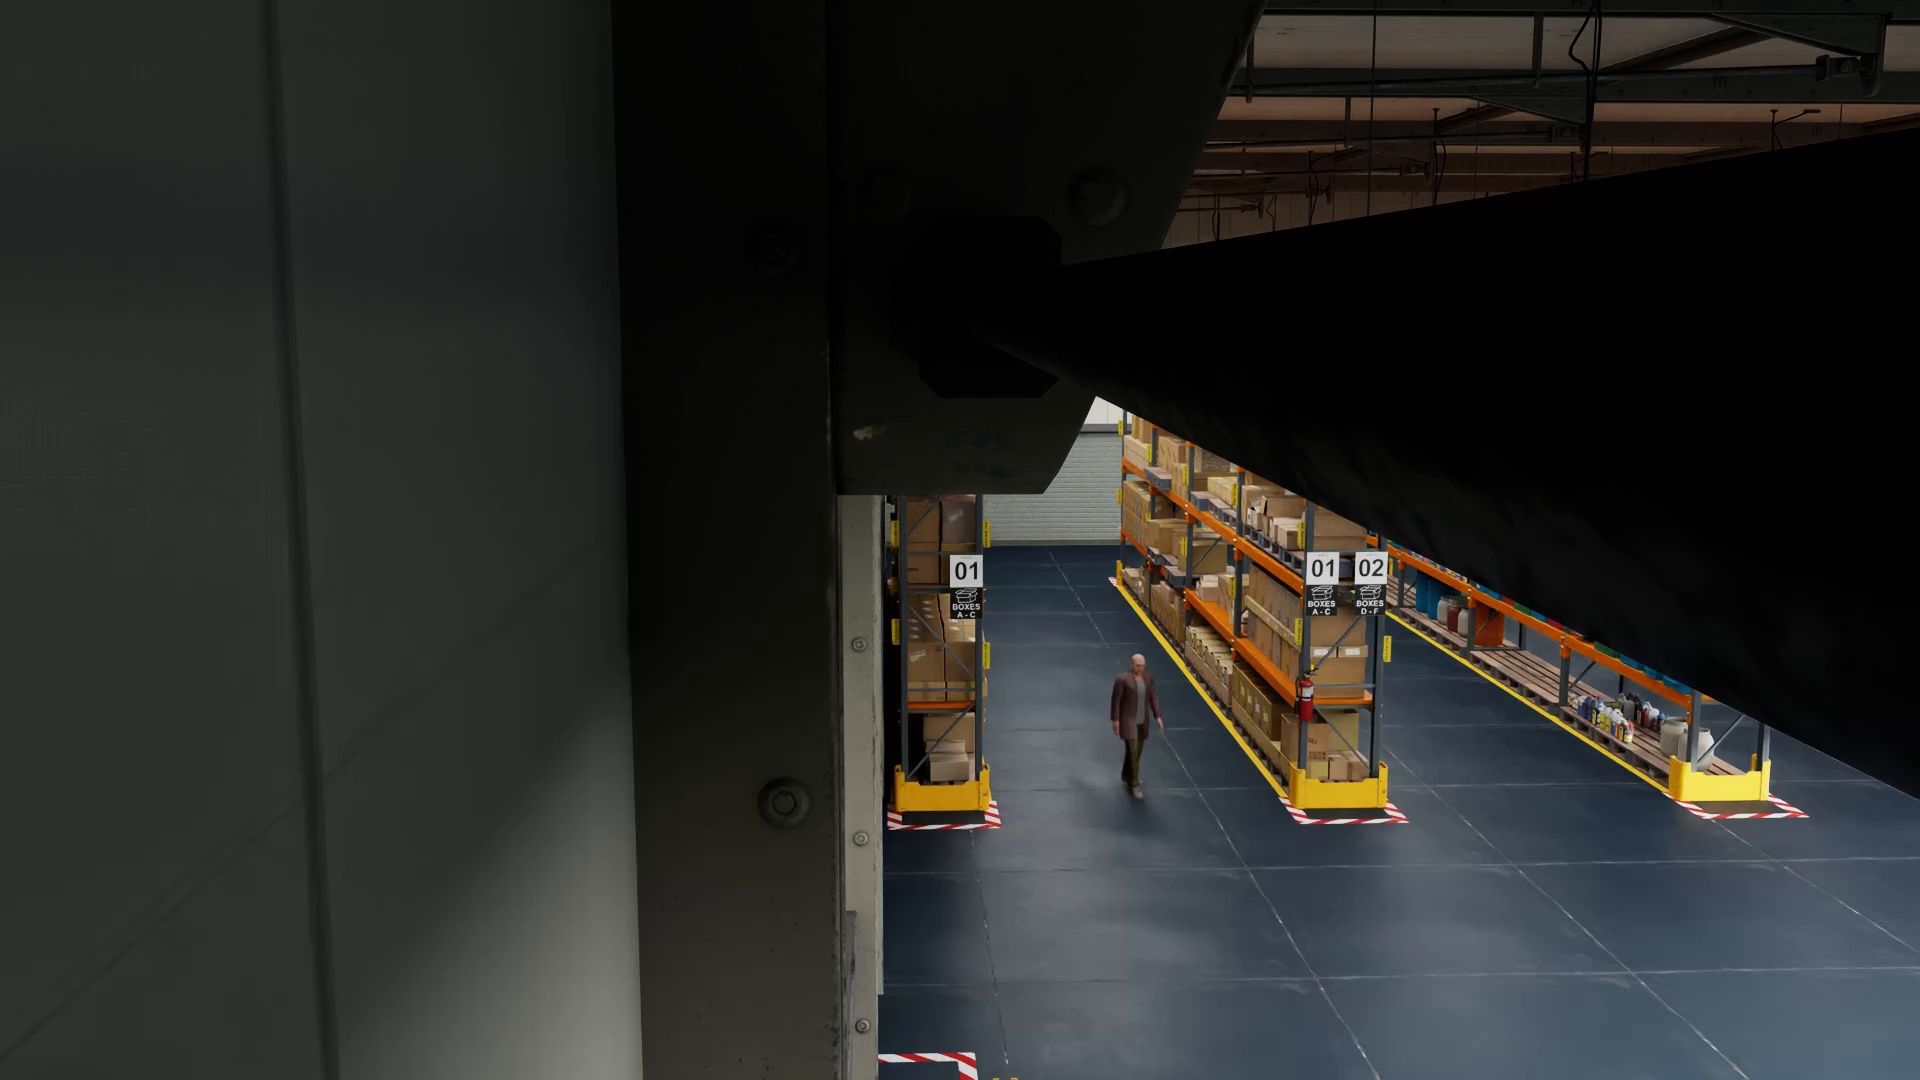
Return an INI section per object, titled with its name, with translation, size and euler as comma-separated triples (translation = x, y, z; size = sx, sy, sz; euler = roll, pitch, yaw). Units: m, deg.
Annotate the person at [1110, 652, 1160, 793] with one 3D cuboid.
[person]
translation = 2.240, 2.319, 21.335
size = 0.638, 1.787, 0.563
euler = 1, 8, 7
